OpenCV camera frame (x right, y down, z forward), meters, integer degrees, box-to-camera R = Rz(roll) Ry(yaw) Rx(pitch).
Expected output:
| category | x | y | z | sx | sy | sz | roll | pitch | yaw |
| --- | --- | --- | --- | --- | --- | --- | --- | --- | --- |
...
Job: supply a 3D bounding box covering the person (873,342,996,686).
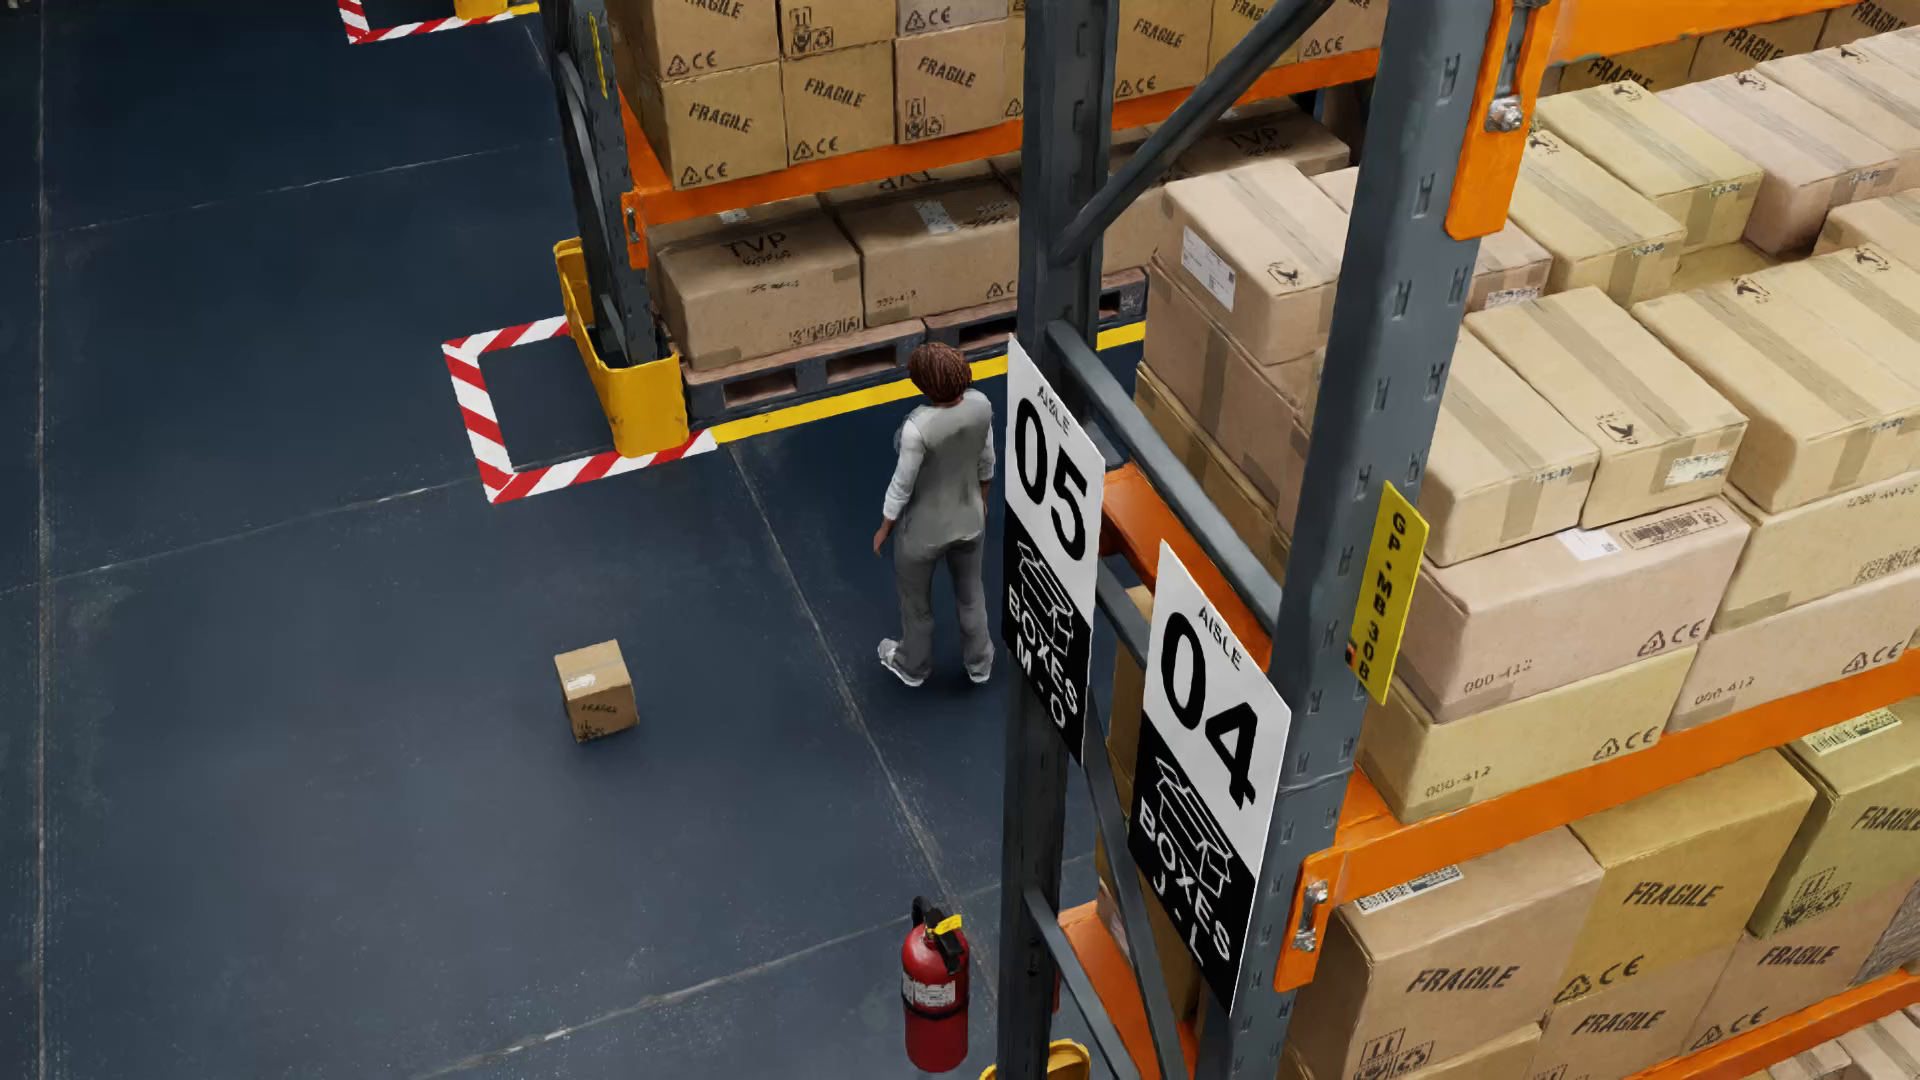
| category | x | y | z | sx | sy | sz | roll | pitch | yaw |
| --- | --- | --- | --- | --- | --- | --- | --- | --- | --- |
| person | -0.089 | -0.078 | 6.214 | 0.506 | 1.602 | 0.406 | -24 | 48 | -24 |
